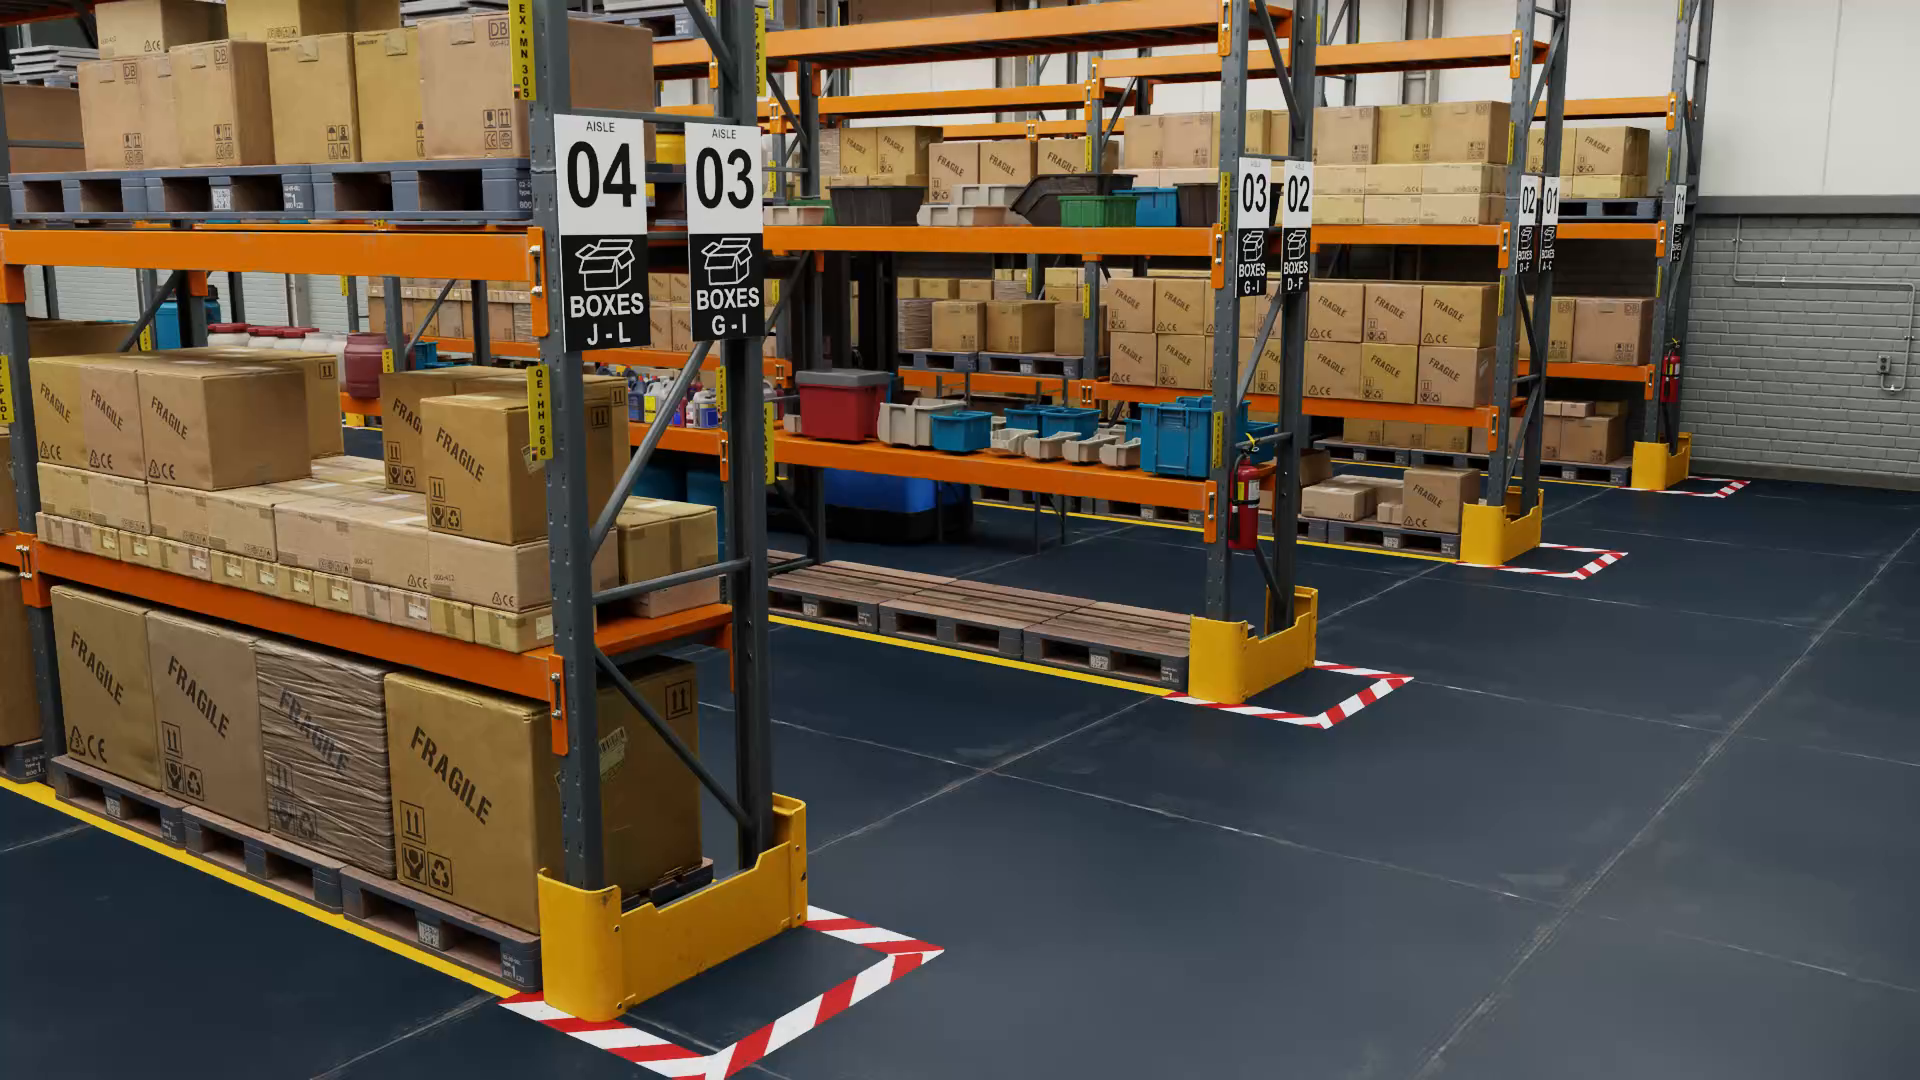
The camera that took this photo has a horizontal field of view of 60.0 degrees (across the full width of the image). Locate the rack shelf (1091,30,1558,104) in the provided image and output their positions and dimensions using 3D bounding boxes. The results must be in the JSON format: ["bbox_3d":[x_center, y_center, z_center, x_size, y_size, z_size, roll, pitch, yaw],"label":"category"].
[{"bbox_3d":[3.145,-4.166,14.773,4.000,0.370,1.077,8,13,36],"label":"rack shelf"}]

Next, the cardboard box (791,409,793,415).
[{"bbox_3d":[-2.259,-1.402,19.038,0.500,0.311,0.500,8,14,37],"label":"cardboard box"}]

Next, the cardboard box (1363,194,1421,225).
[{"bbox_3d":[3.790,-2.825,14.230,0.500,0.250,0.500,8,13,36],"label":"cardboard box"}]

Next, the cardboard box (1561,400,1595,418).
[{"bbox_3d":[6.851,-1.456,18.428,0.250,0.149,0.380,8,13,35],"label":"cardboard box"}]

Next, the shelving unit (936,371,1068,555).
[{"bbox_3d":[0.367,-0.698,14.688,1.048,1.500,0.538,7,13,33],"label":"shelving unit"}]

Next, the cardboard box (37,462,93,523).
[{"bbox_3d":[-4.110,-0.263,8.105,0.500,0.250,0.500,8,13,35],"label":"cardboard box"}]

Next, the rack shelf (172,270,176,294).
[{"bbox_3d":[-5.946,-1.628,9.545,4.000,0.370,1.077,8,13,36],"label":"rack shelf"}]

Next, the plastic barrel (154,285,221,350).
[{"bbox_3d":[-7.718,-2.098,16.656,0.708,0.901,0.600,8,13,36],"label":"plastic barrel"}]

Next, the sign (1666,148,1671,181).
[{"bbox_3d":[7.354,-3.896,17.251,0.005,0.325,0.100,8,13,36],"label":"sign"}]

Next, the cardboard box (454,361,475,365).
[{"bbox_3d":[-6.631,-2.110,22.198,0.500,0.500,0.500,8,13,36],"label":"cardboard box"}]

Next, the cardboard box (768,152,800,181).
[{"bbox_3d":[-2.550,-5.495,24.693,0.500,0.500,0.500,7,13,31],"label":"cardboard box"}]

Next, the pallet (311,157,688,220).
[{"bbox_3d":[-1.714,-1.345,6.421,1.213,0.211,1.003,8,13,36],"label":"pallet"}]

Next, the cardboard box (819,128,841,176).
[{"bbox_3d":[-1.343,-4.212,18.113,0.500,0.500,0.500,8,13,36],"label":"cardboard box"}]

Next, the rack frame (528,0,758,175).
[{"bbox_3d":[-1.110,-2.779,5.705,0.127,3.000,1.000,8,13,36],"label":"rack frame"}]

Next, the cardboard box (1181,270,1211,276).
[{"bbox_3d":[3.117,-3.261,20.918,0.500,0.250,0.500,8,14,37],"label":"cardboard box"}]

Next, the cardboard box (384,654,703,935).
[{"bbox_3d":[-1.673,0.943,6.745,0.875,0.875,0.875,8,13,36],"label":"cardboard box"}]

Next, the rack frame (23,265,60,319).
[{"bbox_3d":[-11.074,-2.391,19.492,0.127,3.000,1.000,8,13,36],"label":"rack frame"}]

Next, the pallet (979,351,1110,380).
[{"bbox_3d":[0.953,-1.812,17.005,1.213,0.211,1.003,8,13,36],"label":"pallet"}]

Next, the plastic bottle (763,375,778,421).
[{"bbox_3d":[-1.526,-1.112,13.008,0.185,0.351,0.144,8,13,36],"label":"plastic bottle"}]

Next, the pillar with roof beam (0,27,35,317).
[{"bbox_3d":[-26.026,-8.946,37.580,0.548,9.000,9.100,8,13,36],"label":"pillar with roof beam"}]

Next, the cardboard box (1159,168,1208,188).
[{"bbox_3d":[2.182,-3.296,15.350,0.500,0.250,0.500,8,13,36],"label":"cardboard box"}]

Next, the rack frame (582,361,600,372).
[{"bbox_3d":[-4.915,-2.699,21.085,0.127,3.000,1.000,8,13,36],"label":"rack frame"}]

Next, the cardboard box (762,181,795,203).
[{"bbox_3d":[-2.090,-3.897,18.669,0.500,0.250,0.500,7,13,31],"label":"cardboard box"}]

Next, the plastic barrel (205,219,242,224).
[{"bbox_3d":[-7.312,-3.636,16.711,0.708,0.901,0.600,8,13,36],"label":"plastic barrel"}]

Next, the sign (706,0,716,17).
[{"bbox_3d":[-1.729,-3.801,11.534,0.005,0.325,0.100,8,13,36],"label":"sign"}]

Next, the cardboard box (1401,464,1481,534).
[{"bbox_3d":[4.173,-0.362,14.428,0.500,0.500,0.500,8,13,36],"label":"cardboard box"}]

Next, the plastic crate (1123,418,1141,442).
[{"bbox_3d":[1.287,-0.692,10.991,0.300,0.233,0.416,8,13,36],"label":"plastic crate"}]

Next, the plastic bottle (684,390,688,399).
[{"bbox_3d":[-2.296,-1.196,13.639,0.135,0.276,0.152,8,13,36],"label":"plastic bottle"}]

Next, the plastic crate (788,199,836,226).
[{"bbox_3d":[-0.882,-2.409,12.247,0.662,0.188,0.450,8,13,36],"label":"plastic crate"}]

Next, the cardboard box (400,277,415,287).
[{"bbox_3d":[-7.301,-3.716,22.663,0.500,0.500,0.700,8,13,34],"label":"cardboard box"}]

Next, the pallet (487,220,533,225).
[{"bbox_3d":[-3.008,-2.622,13.286,1.213,0.211,1.003,8,13,36],"label":"pallet"}]

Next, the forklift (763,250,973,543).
[{"bbox_3d":[-1.393,-1.602,15.595,3.031,2.935,1.130,7,13,33],"label":"forklift"}]

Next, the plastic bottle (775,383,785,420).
[{"bbox_3d":[-1.445,-1.091,13.080,0.133,0.283,0.061,8,13,36],"label":"plastic bottle"}]

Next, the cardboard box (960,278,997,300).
[{"bbox_3d":[0.387,-3.383,23.200,0.500,0.500,0.700,6,13,30],"label":"cardboard box"}]

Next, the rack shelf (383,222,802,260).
[{"bbox_3d":[-3.014,-2.386,13.464,4.000,0.370,1.077,8,13,36],"label":"rack shelf"}]

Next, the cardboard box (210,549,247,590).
[{"bbox_3d":[-3.035,0.099,7.283,0.250,0.149,0.380,7,13,34],"label":"cardboard box"}]

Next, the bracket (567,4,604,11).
[{"bbox_3d":[-6.769,-8.958,28.165,4.783,0.066,0.076,8,13,36],"label":"bracket"}]

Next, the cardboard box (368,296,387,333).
[{"bbox_3d":[-7.770,-3.144,23.119,0.500,0.500,0.700,8,14,36],"label":"cardboard box"}]

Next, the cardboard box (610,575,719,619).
[{"bbox_3d":[-1.200,0.199,6.766,0.250,0.149,0.380,8,14,36],"label":"cardboard box"}]

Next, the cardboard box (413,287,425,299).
[{"bbox_3d":[-7.117,-3.324,22.341,0.250,0.149,0.380,7,13,34],"label":"cardboard box"}]

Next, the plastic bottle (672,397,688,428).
[{"bbox_3d":[-2.124,-0.999,12.601,0.133,0.283,0.061,8,13,36],"label":"plastic bottle"}]

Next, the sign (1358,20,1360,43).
[{"bbox_3d":[4.810,-6.123,20.110,0.005,0.325,0.100,8,13,36],"label":"sign"}]

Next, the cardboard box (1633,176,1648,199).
[{"bbox_3d":[7.243,-3.883,18.332,0.500,0.250,0.500,9,14,38],"label":"cardboard box"}]

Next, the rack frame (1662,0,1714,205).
[{"bbox_3d":[7.686,-5.054,17.464,0.127,3.000,1.000,8,13,36],"label":"rack frame"}]

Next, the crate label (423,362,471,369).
[{"bbox_3d":[-4.744,-1.514,15.400,0.416,0.233,0.303,8,13,36],"label":"crate label"}]

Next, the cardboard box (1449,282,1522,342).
[{"bbox_3d":[4.555,-1.980,14.474,0.500,0.500,0.500,8,14,37],"label":"cardboard box"}]

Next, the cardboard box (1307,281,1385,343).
[{"bbox_3d":[3.407,-2.012,14.639,0.500,0.500,0.500,8,14,37],"label":"cardboard box"}]

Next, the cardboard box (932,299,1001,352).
[{"bbox_3d":[0.072,-2.244,17.365,0.500,0.500,0.700,4,12,21],"label":"cardboard box"}]

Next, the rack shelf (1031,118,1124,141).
[{"bbox_3d":[2.850,-5.179,21.057,4.000,0.370,1.077,8,13,36],"label":"rack shelf"}]

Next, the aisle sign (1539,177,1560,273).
[{"bbox_3d":[4.986,-2.664,14.057,0.004,0.787,0.394,8,13,36],"label":"aisle sign"}]

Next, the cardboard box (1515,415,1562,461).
[{"bbox_3d":[6.659,-1.208,18.850,0.500,0.500,0.700,8,13,35],"label":"cardboard box"}]

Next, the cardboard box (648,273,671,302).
[{"bbox_3d":[-4.611,-4.055,26.463,0.500,0.500,0.500,8,14,36],"label":"cardboard box"}]

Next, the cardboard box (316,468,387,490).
[{"bbox_3d":[-2.586,-0.174,7.644,0.500,0.250,0.500,8,13,34],"label":"cardboard box"}]

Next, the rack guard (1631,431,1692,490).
[{"bbox_3d":[7.705,-0.879,18.257,0.348,0.500,1.175,8,13,36],"label":"rack guard"}]
